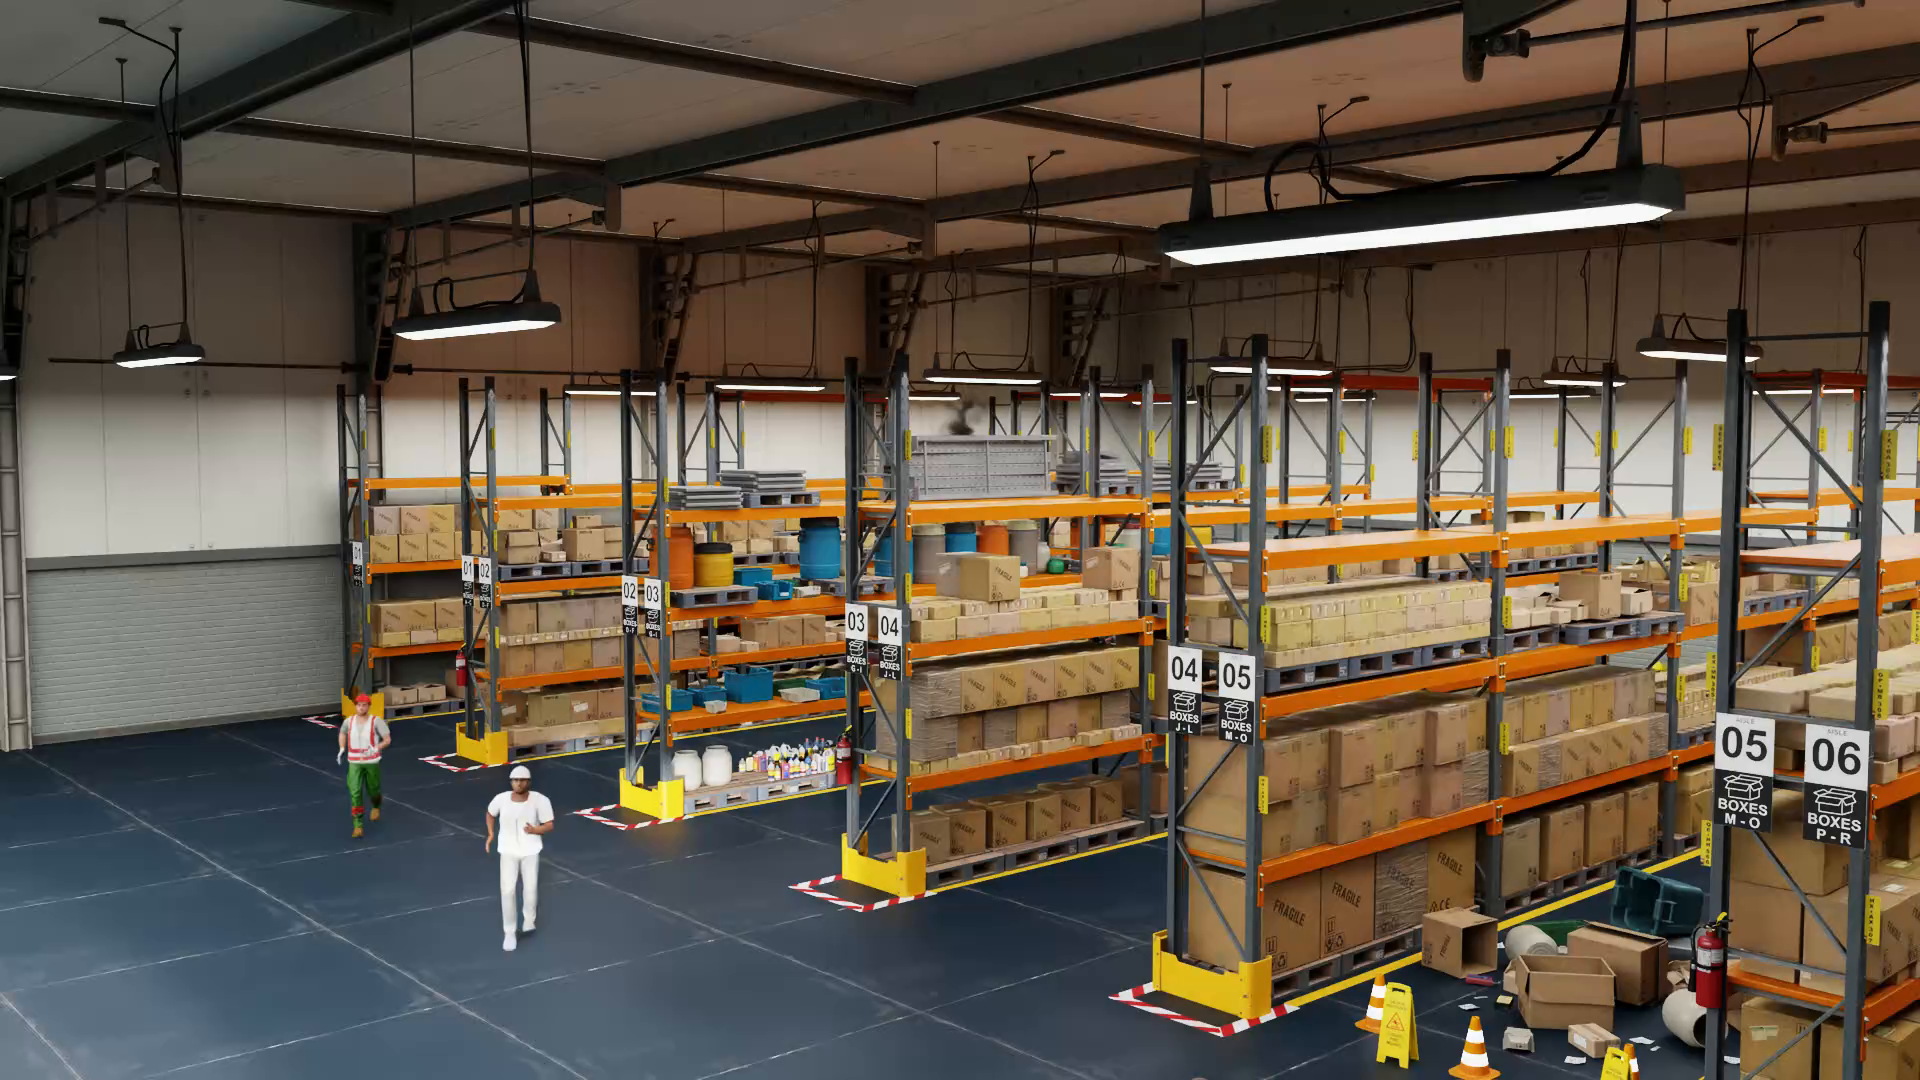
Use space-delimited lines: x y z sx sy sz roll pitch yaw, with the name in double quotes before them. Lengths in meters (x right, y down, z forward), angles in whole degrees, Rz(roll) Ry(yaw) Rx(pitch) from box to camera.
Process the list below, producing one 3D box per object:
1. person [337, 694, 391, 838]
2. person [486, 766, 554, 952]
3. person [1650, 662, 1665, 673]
"person" -7.649 2.852 21.344 0.678 1.768 0.977 -1 4 -9
"person" -4.435 3.184 16.772 0.674 1.830 0.764 -1 4 -13
"person" 10.308 2.673 24.541 1.020 1.780 0.728 -4 5 -43
